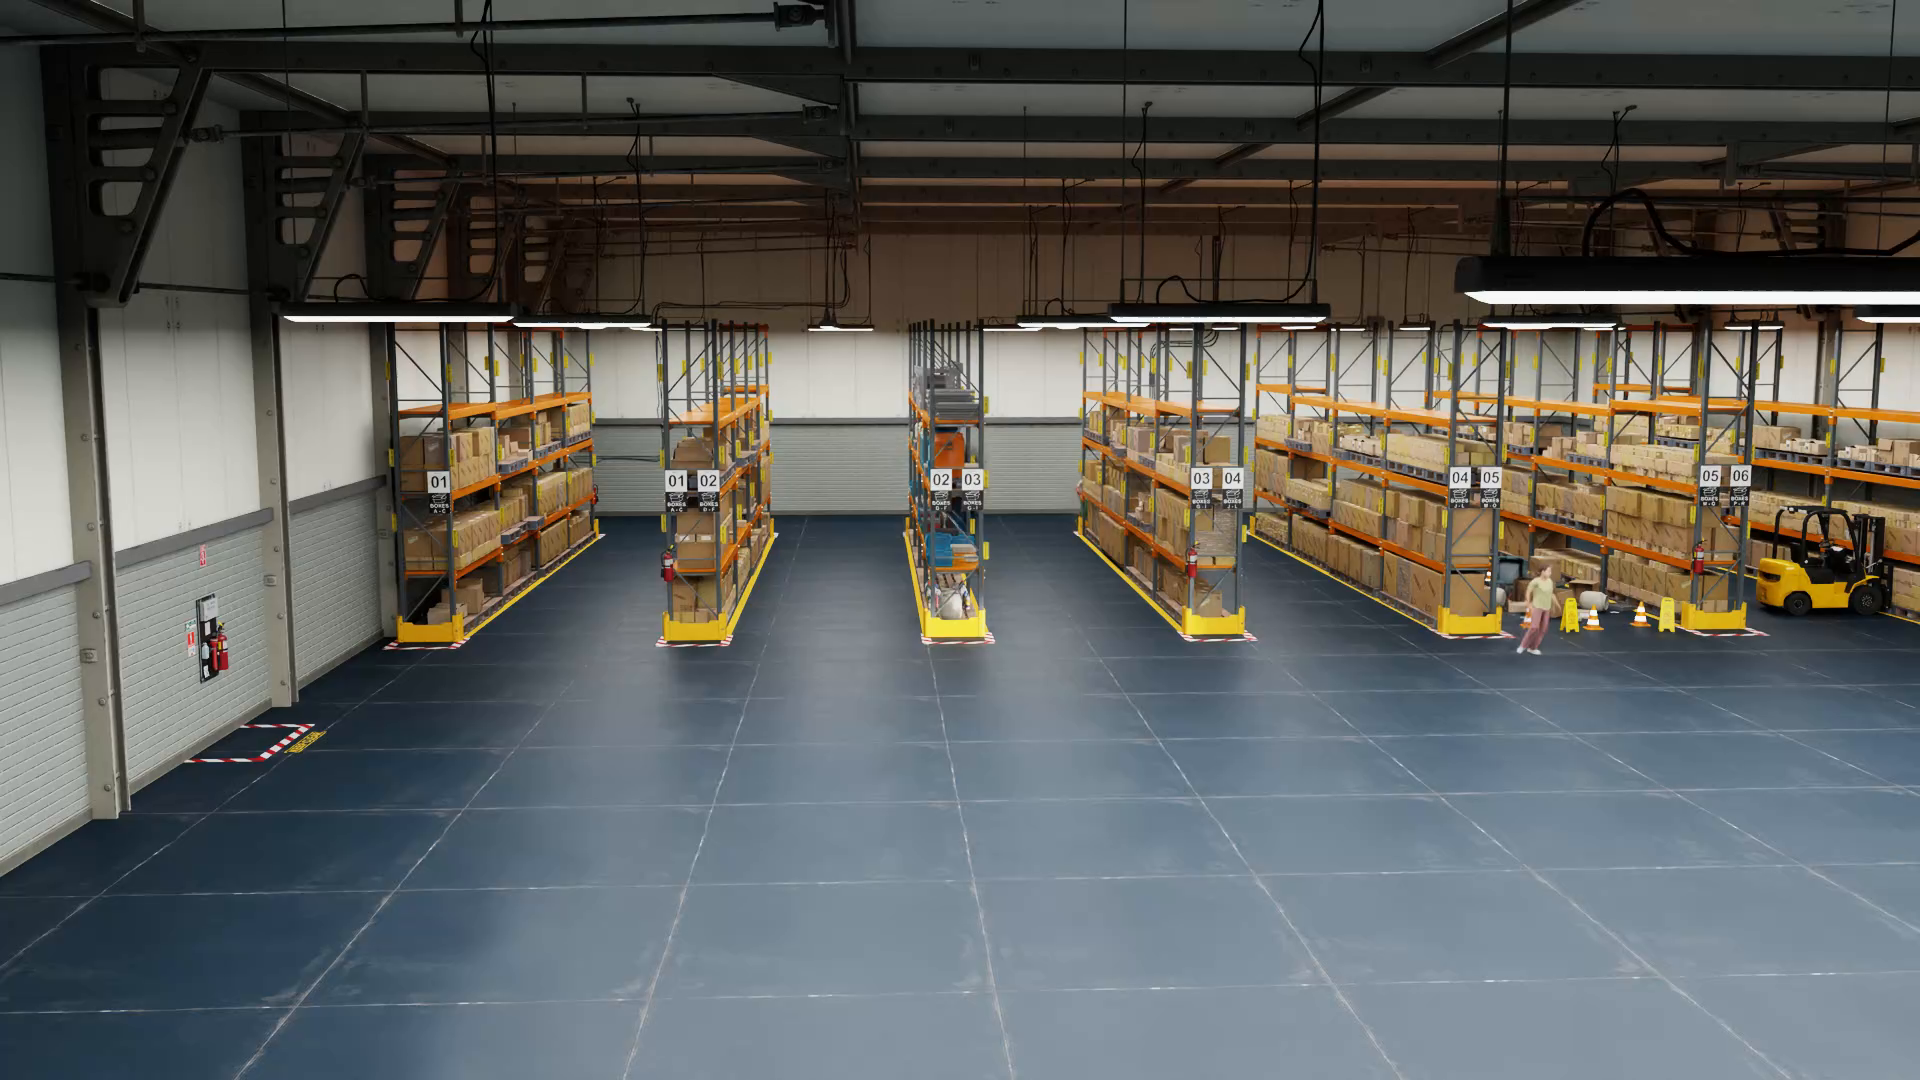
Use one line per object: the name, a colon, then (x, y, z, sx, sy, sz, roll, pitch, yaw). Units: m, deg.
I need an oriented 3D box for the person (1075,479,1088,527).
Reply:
person: (3.695, -1.205, 49.121, 0.529, 1.738, 0.654, 4, 8, 29)

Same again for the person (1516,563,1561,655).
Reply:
person: (10.347, 1.249, 29.759, 0.713, 1.663, 0.553, -3, 8, -24)
